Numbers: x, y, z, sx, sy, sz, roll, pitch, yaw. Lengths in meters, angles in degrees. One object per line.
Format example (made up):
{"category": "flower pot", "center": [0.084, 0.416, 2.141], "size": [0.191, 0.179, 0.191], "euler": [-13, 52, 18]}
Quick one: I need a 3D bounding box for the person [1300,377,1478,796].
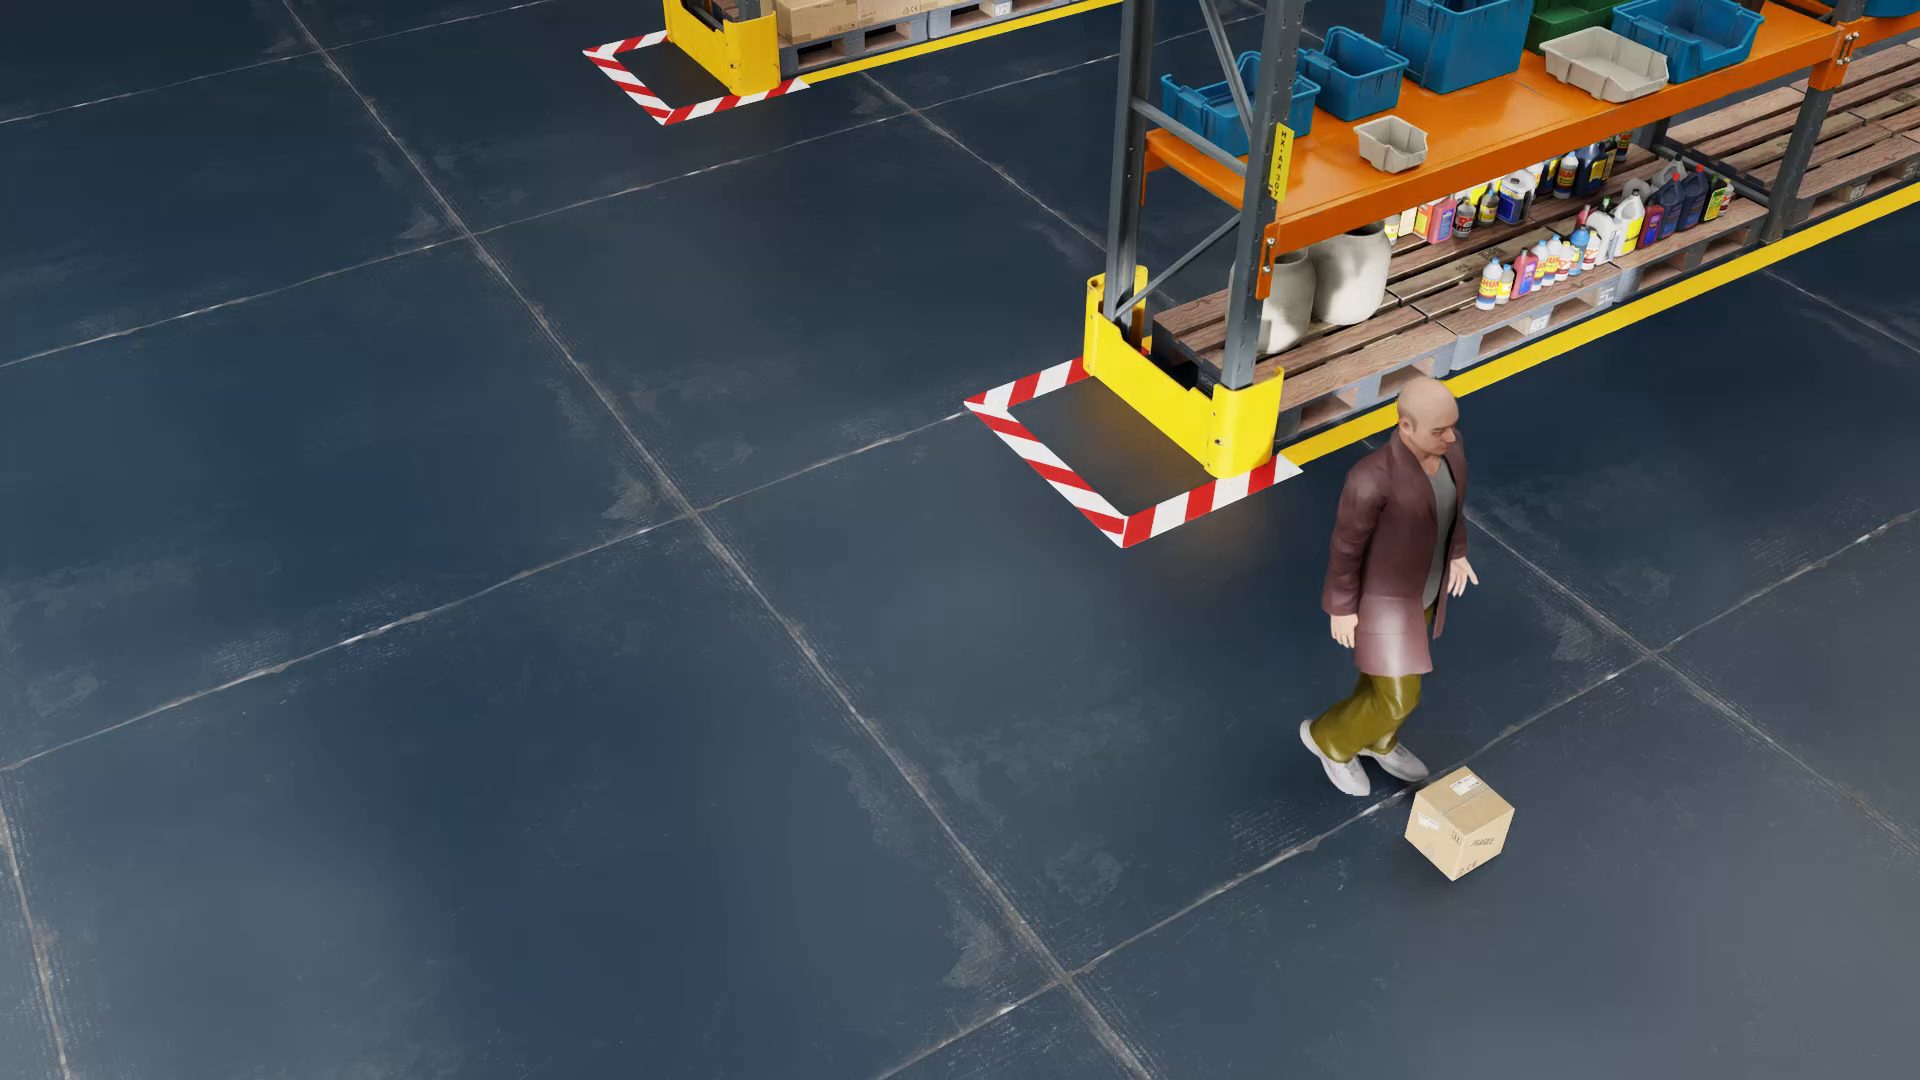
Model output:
{"category": "person", "center": [1.611, 0.193, 5.949], "size": [0.640, 1.812, 0.447], "euler": [-32, 50, -32]}
